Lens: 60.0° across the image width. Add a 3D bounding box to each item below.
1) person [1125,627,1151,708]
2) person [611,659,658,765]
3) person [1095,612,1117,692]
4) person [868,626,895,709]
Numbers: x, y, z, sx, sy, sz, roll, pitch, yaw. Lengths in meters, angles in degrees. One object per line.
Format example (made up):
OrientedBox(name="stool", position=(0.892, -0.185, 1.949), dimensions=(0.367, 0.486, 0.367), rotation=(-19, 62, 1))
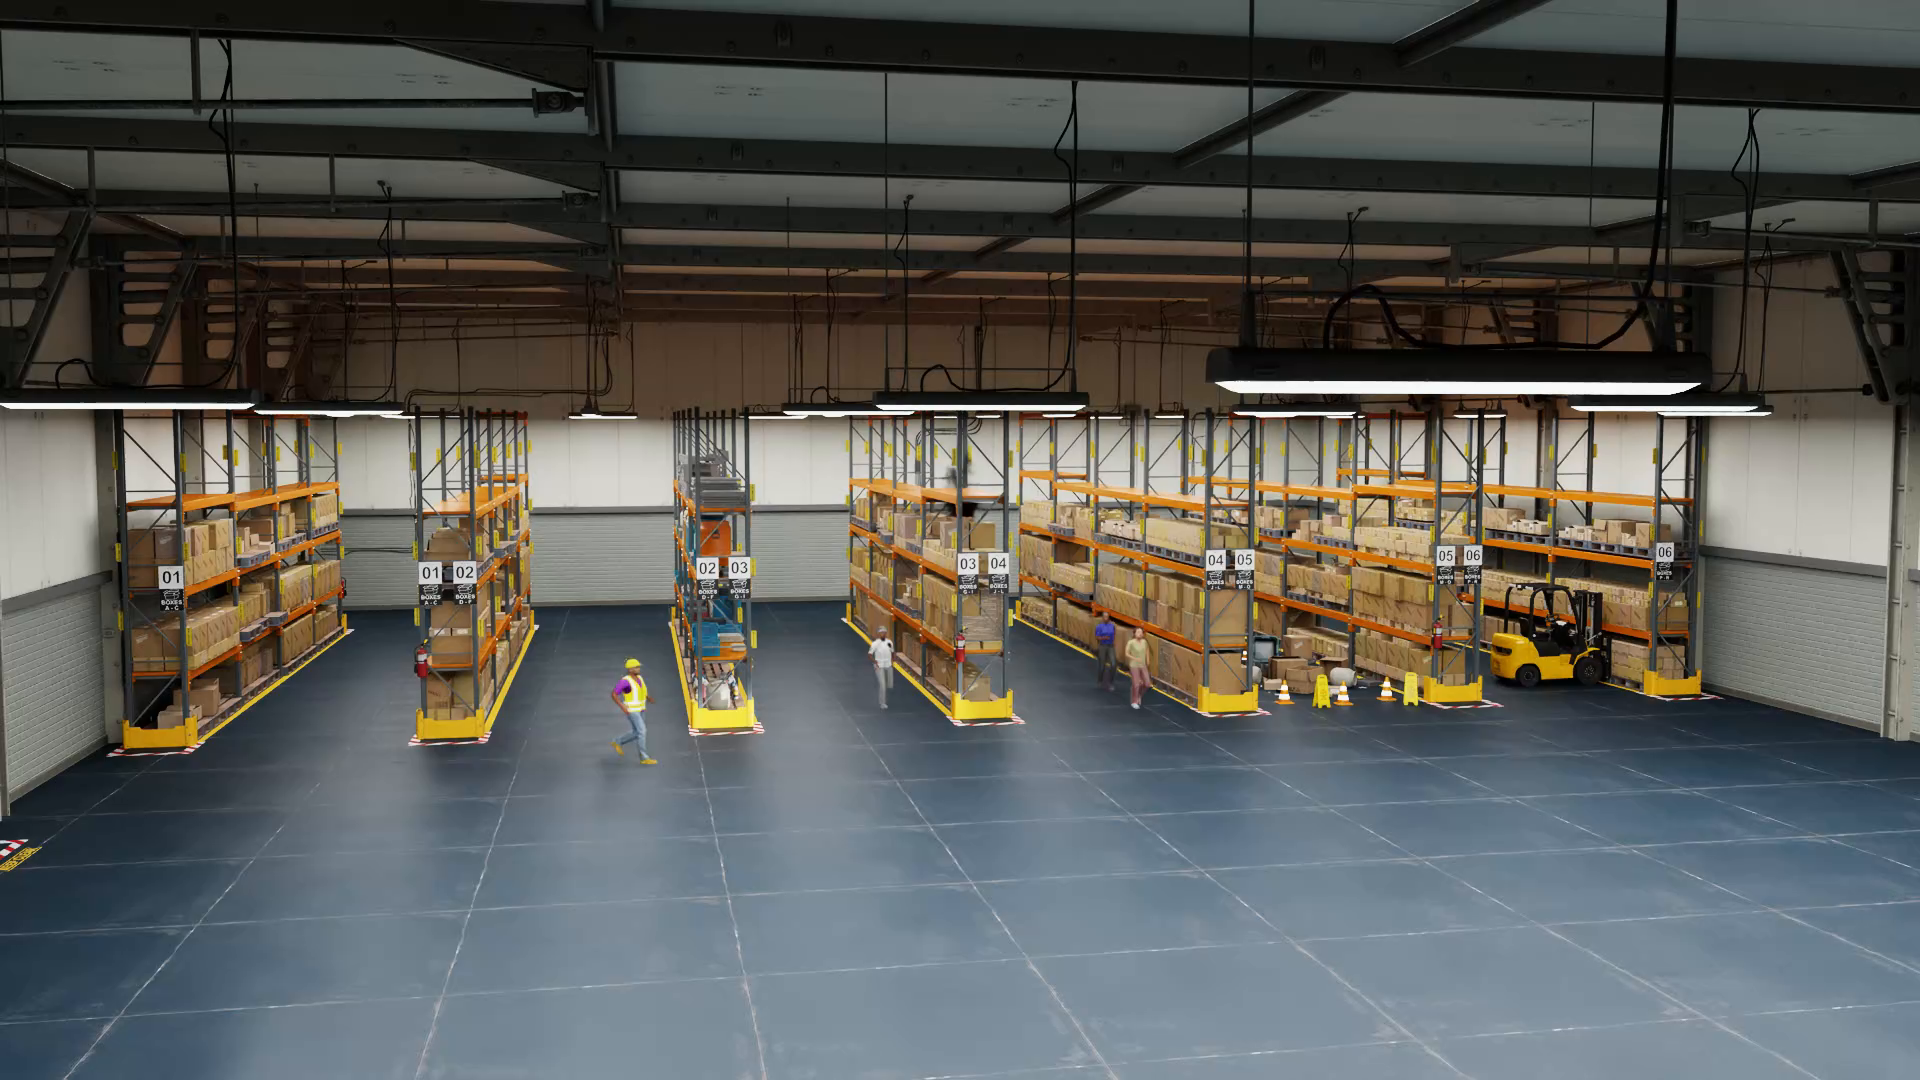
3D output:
OrientedBox(name="person", position=(3.587, 2.542, 33.212), dimensions=(0.602, 1.639, 0.544), rotation=(-2, 4, -24))
OrientedBox(name="person", position=(-5.471, 2.859, 27.816), dimensions=(0.930, 1.746, 0.731), rotation=(2, 4, 21))
OrientedBox(name="person", position=(3.126, 2.383, 35.455), dimensions=(0.555, 1.713, 0.702), rotation=(-1, 4, -13))
OrientedBox(name="person", position=(-1.562, 2.529, 33.293), dimensions=(0.574, 1.650, 0.587), rotation=(-2, 4, -22))
